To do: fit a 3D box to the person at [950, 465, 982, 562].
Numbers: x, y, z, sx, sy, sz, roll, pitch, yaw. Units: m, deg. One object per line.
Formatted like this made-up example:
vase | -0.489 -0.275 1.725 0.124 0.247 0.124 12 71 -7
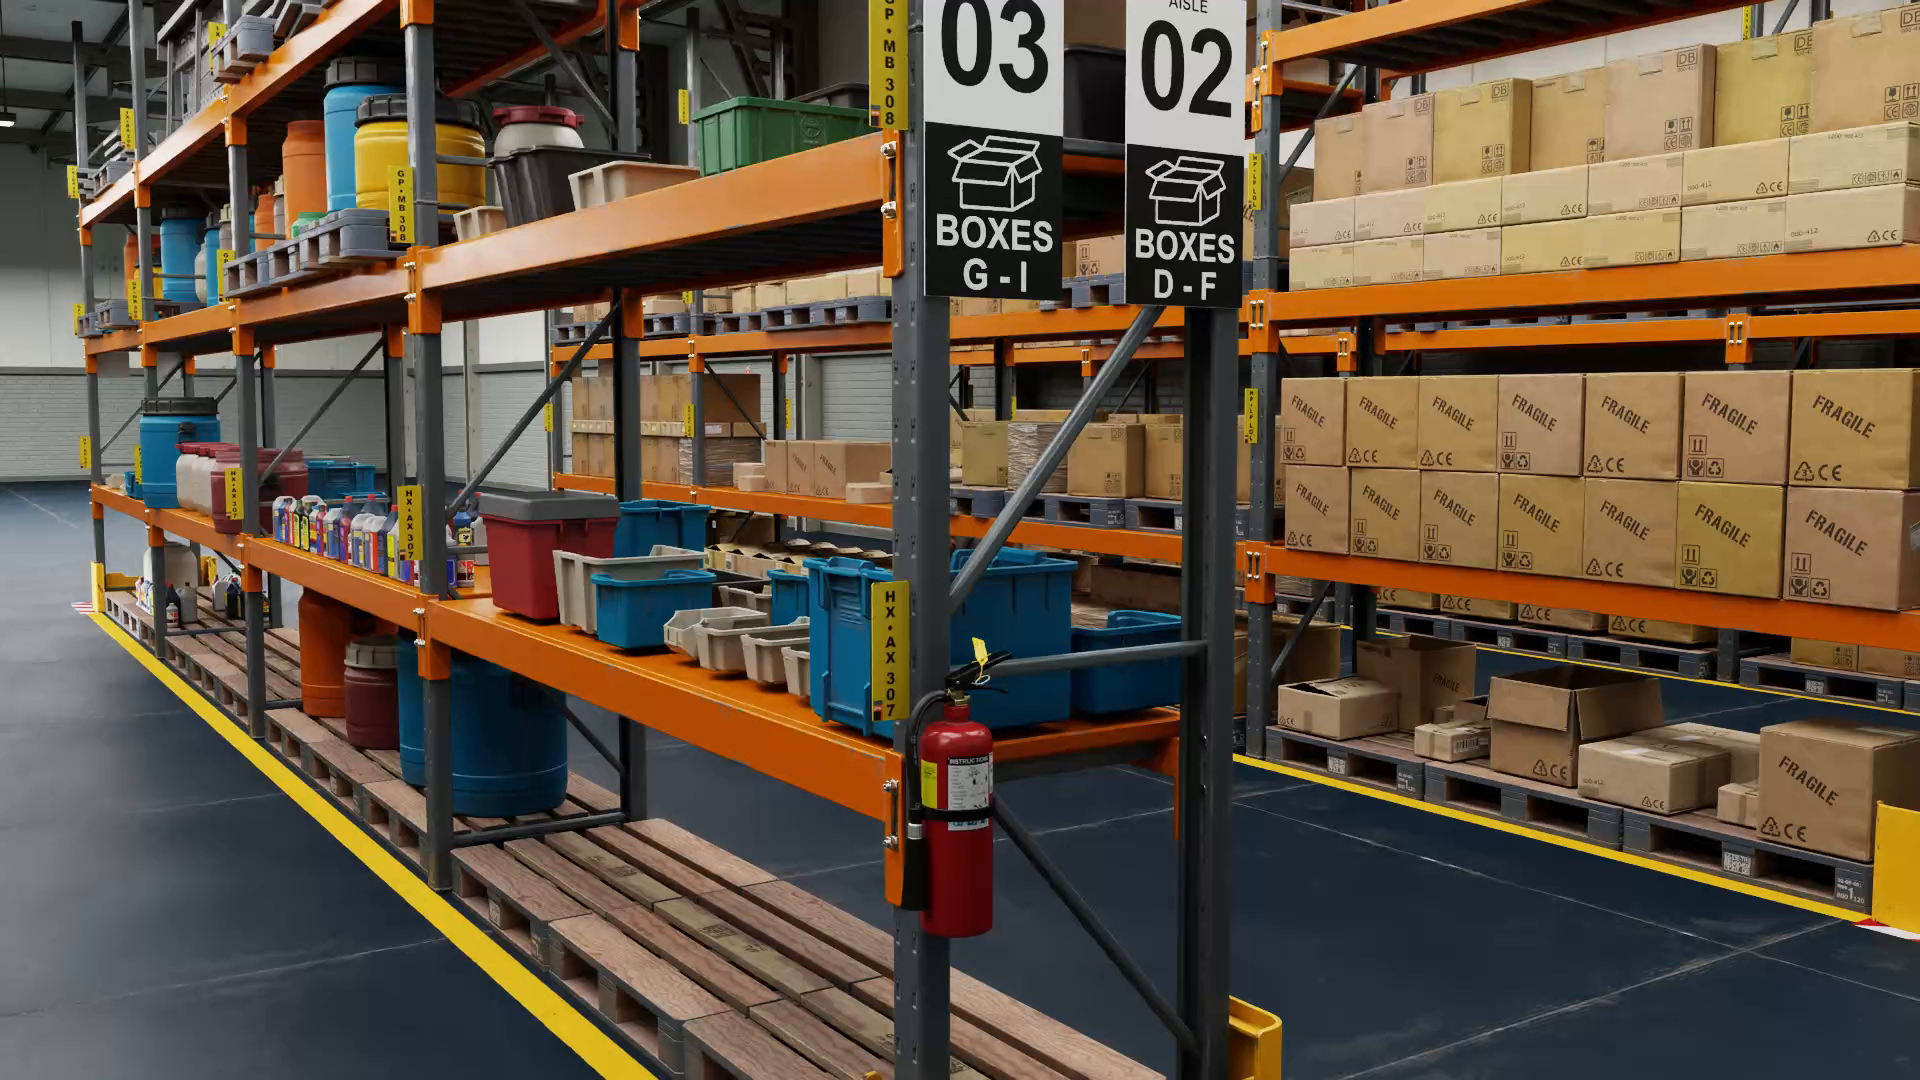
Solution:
person | 0.063 -0.016 16.298 0.531 1.656 0.396 -3 6 -36
